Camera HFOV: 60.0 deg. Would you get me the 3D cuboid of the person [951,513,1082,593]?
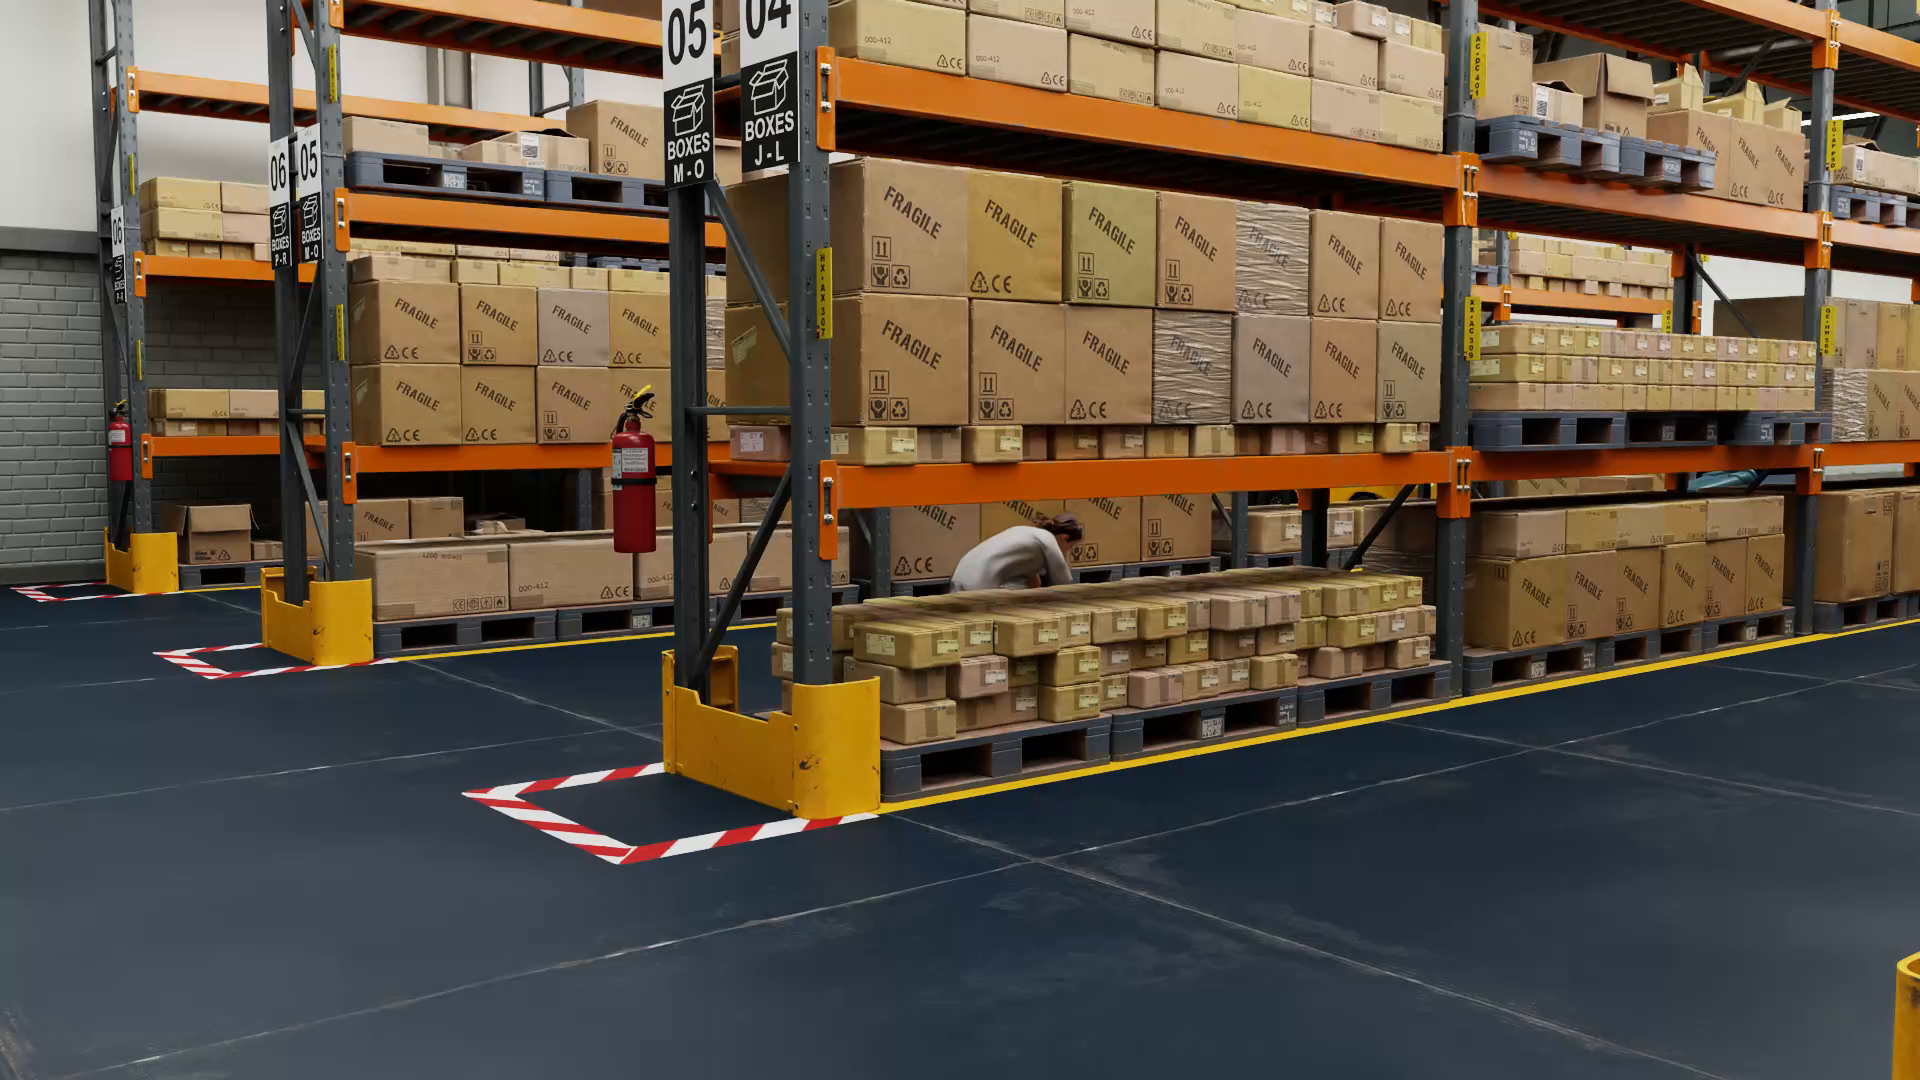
[{"bbox_3d":[0.355,0.324,9.387,0.851,0.930,0.467,-3,5,-31],"label":"person"}]
